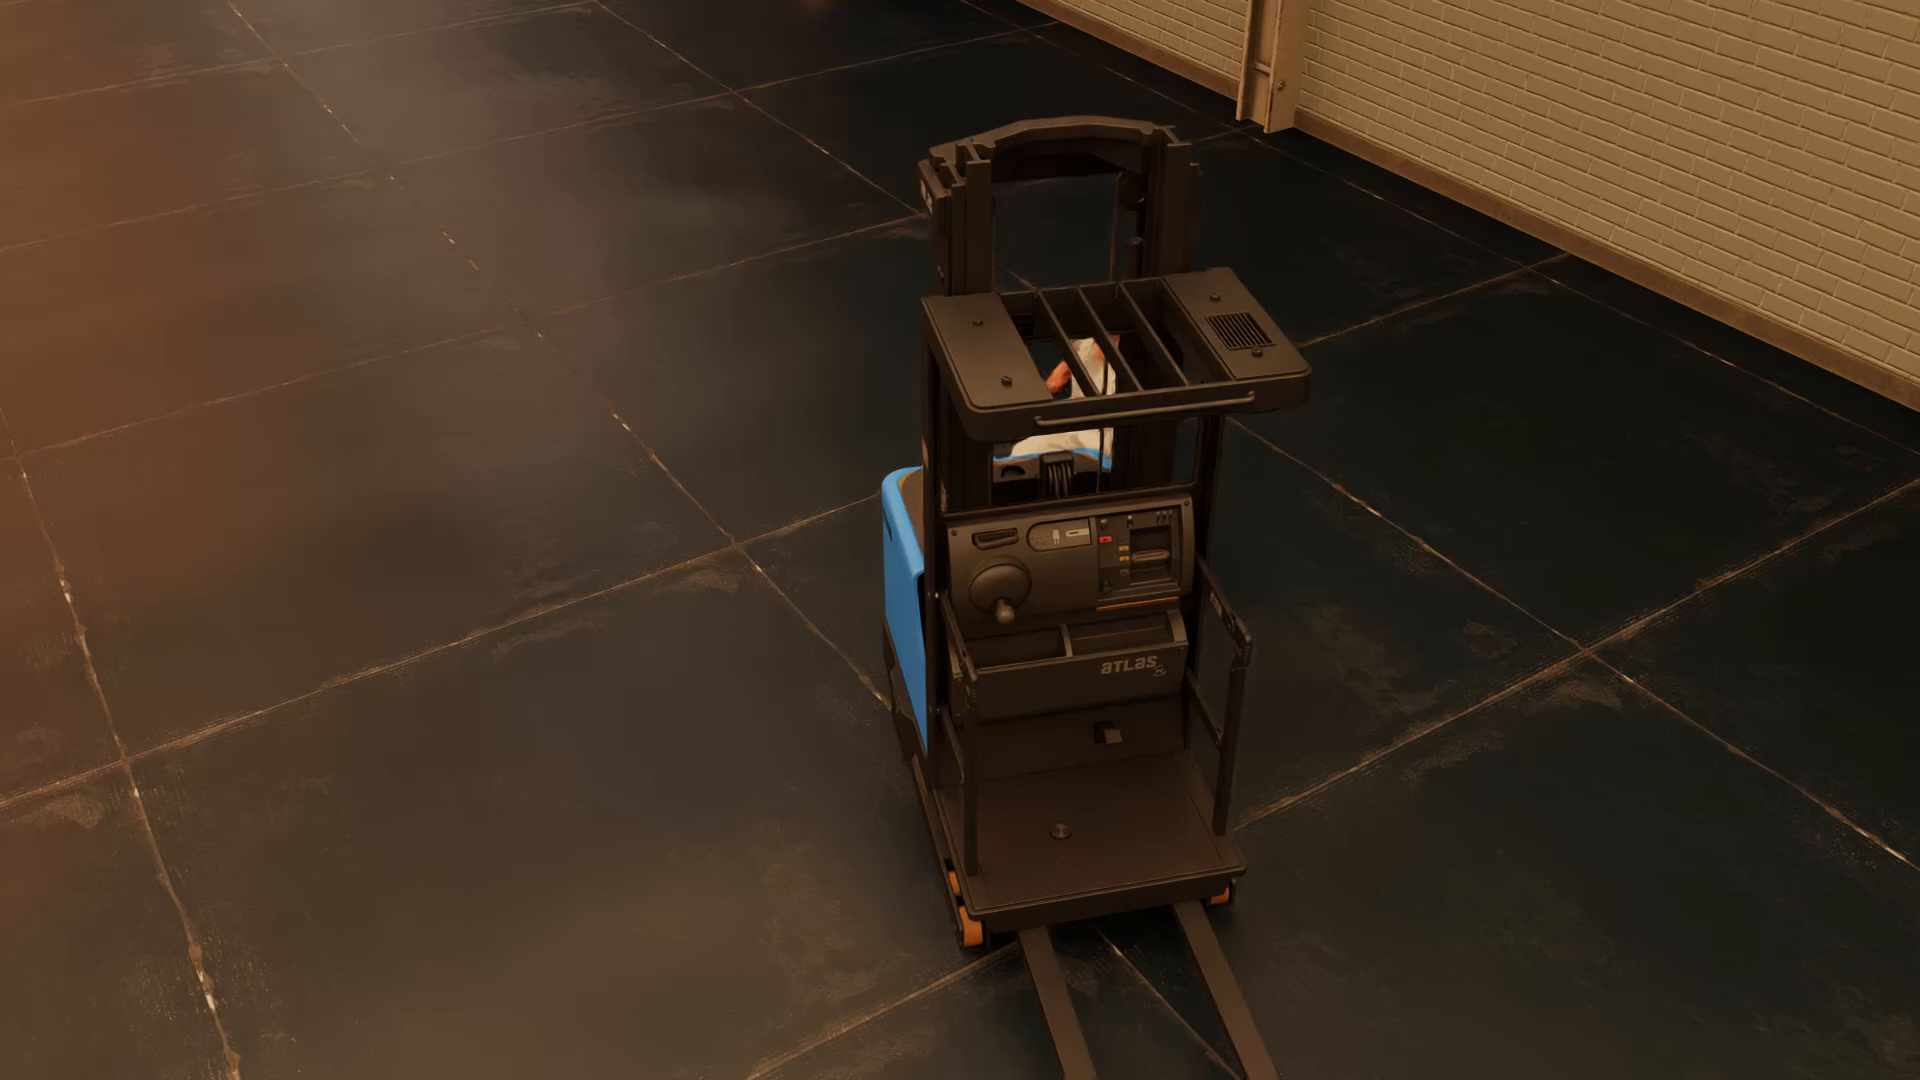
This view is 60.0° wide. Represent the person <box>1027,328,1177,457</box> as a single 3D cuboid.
[{"bbox_3d":[0.714,-0.506,7.997,0.640,1.659,0.985,-22,41,-28],"label":"person"}]

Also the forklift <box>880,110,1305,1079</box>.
[{"bbox_3d":[0.452,0.110,5.990,1.130,2.935,3.031,-7,36,-10],"label":"forklift"}]
